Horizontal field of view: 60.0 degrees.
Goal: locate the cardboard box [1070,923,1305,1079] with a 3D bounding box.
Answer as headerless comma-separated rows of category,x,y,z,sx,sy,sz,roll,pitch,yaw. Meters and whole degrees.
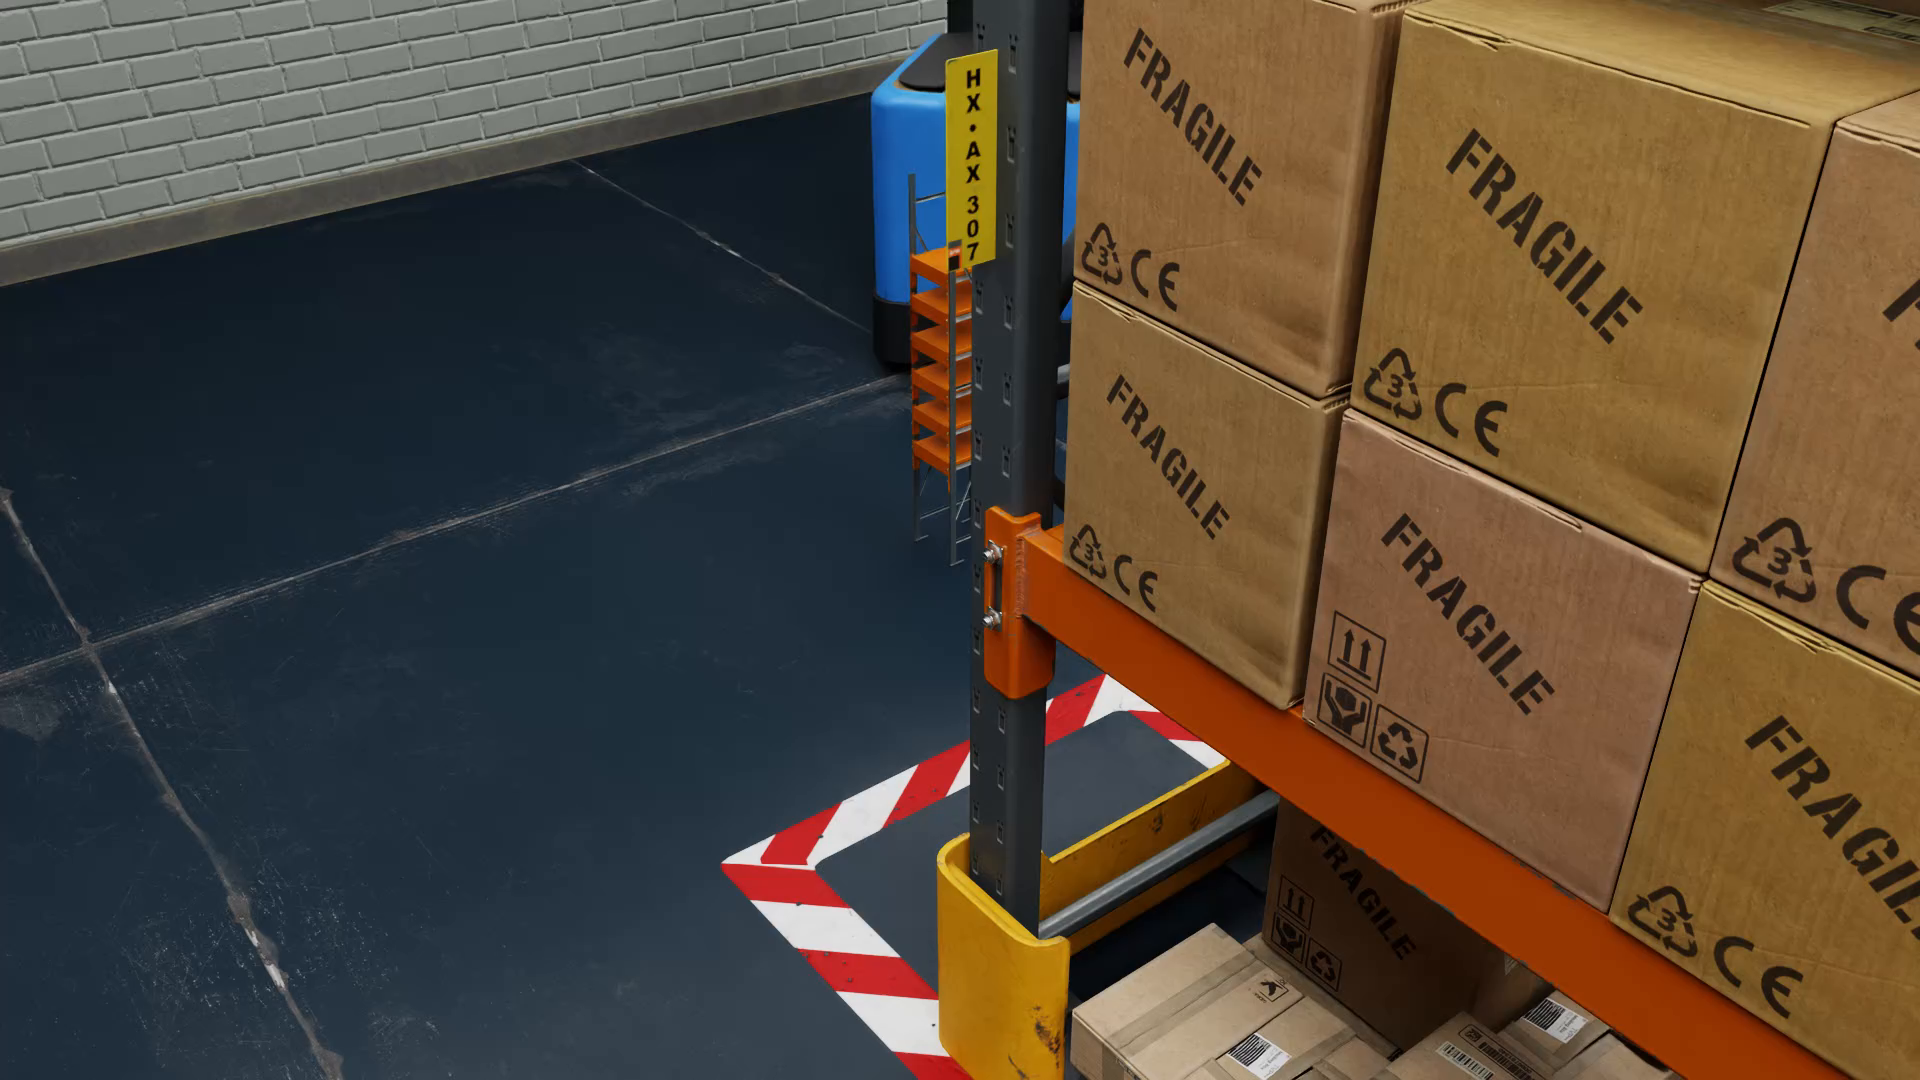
cardboard box,0.434,0.936,3.185,0.380,0.149,0.250,-22,38,-31

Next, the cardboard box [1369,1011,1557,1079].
cardboard box,0.865,1.134,2.770,0.500,0.250,0.500,-22,38,-31

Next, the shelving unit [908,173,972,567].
shelving unit,0.009,-0.504,4.924,0.258,1.200,0.189,-22,38,-31

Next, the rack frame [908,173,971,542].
rack frame,-0.047,-0.542,4.985,0.240,1.200,0.006,-22,38,-31

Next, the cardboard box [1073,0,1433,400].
cardboard box,0.512,-0.571,2.283,0.500,0.500,0.500,-21,38,-30

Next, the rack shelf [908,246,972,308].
rack shelf,0.009,-0.772,4.757,0.258,0.103,0.180,-22,38,-31

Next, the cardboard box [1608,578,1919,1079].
cardboard box,1.138,0.278,1.865,0.500,0.500,0.500,-22,38,-32

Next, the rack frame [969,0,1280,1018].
rack frame,0.449,-0.374,3.009,1.000,3.000,0.127,-22,38,-31

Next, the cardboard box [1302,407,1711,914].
cardboard box,0.833,0.067,2.204,0.500,0.500,0.500,-23,38,-32

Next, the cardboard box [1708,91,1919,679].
cardboard box,1.142,-0.145,1.598,0.500,0.500,0.500,-22,38,-31

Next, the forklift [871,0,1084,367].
forklift,0.552,-2.557,6.588,1.130,2.935,3.031,8,33,13

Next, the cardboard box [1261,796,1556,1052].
cardboard box,0.977,0.648,3.316,0.500,0.500,0.500,-22,38,-31

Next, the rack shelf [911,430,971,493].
rack shelf,0.009,-0.262,5.074,0.258,0.103,0.180,-22,38,-31

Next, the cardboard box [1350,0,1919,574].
cardboard box,0.839,-0.355,1.937,0.500,0.500,0.500,-22,38,-31

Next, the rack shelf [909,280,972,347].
rack shelf,0.009,-0.670,4.821,0.258,0.103,0.180,-22,38,-31

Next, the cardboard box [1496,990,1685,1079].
cardboard box,1.154,0.988,3.085,0.380,0.166,0.250,-22,38,-31

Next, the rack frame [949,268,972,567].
rack frame,0.065,-0.466,4.862,0.240,1.200,0.006,-22,38,-31

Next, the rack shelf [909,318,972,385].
rack shelf,0.009,-0.568,4.884,0.258,0.103,0.180,-22,38,-31

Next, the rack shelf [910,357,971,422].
rack shelf,0.009,-0.466,4.947,0.258,0.103,0.180,-22,38,-31

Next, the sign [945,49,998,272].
sign,0.020,-0.566,2.497,0.100,0.325,0.005,-22,38,-31

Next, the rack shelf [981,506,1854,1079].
rack shelf,1.675,0.765,1.856,1.077,0.370,4.000,-22,38,-31

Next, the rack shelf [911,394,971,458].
rack shelf,0.009,-0.364,5.010,0.258,0.103,0.180,-22,38,-31

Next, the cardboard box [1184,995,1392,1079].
cardboard box,0.587,1.033,3.012,0.380,0.166,0.250,-22,38,-31

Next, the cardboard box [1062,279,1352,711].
cardboard box,0.512,-0.146,2.547,0.500,0.500,0.500,-21,38,-30

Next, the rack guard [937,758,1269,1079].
rack guard,0.495,0.720,3.617,1.175,0.500,0.348,-22,38,-31

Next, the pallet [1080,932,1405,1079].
pallet,0.985,1.175,3.159,1.003,0.211,1.213,-22,38,-31
